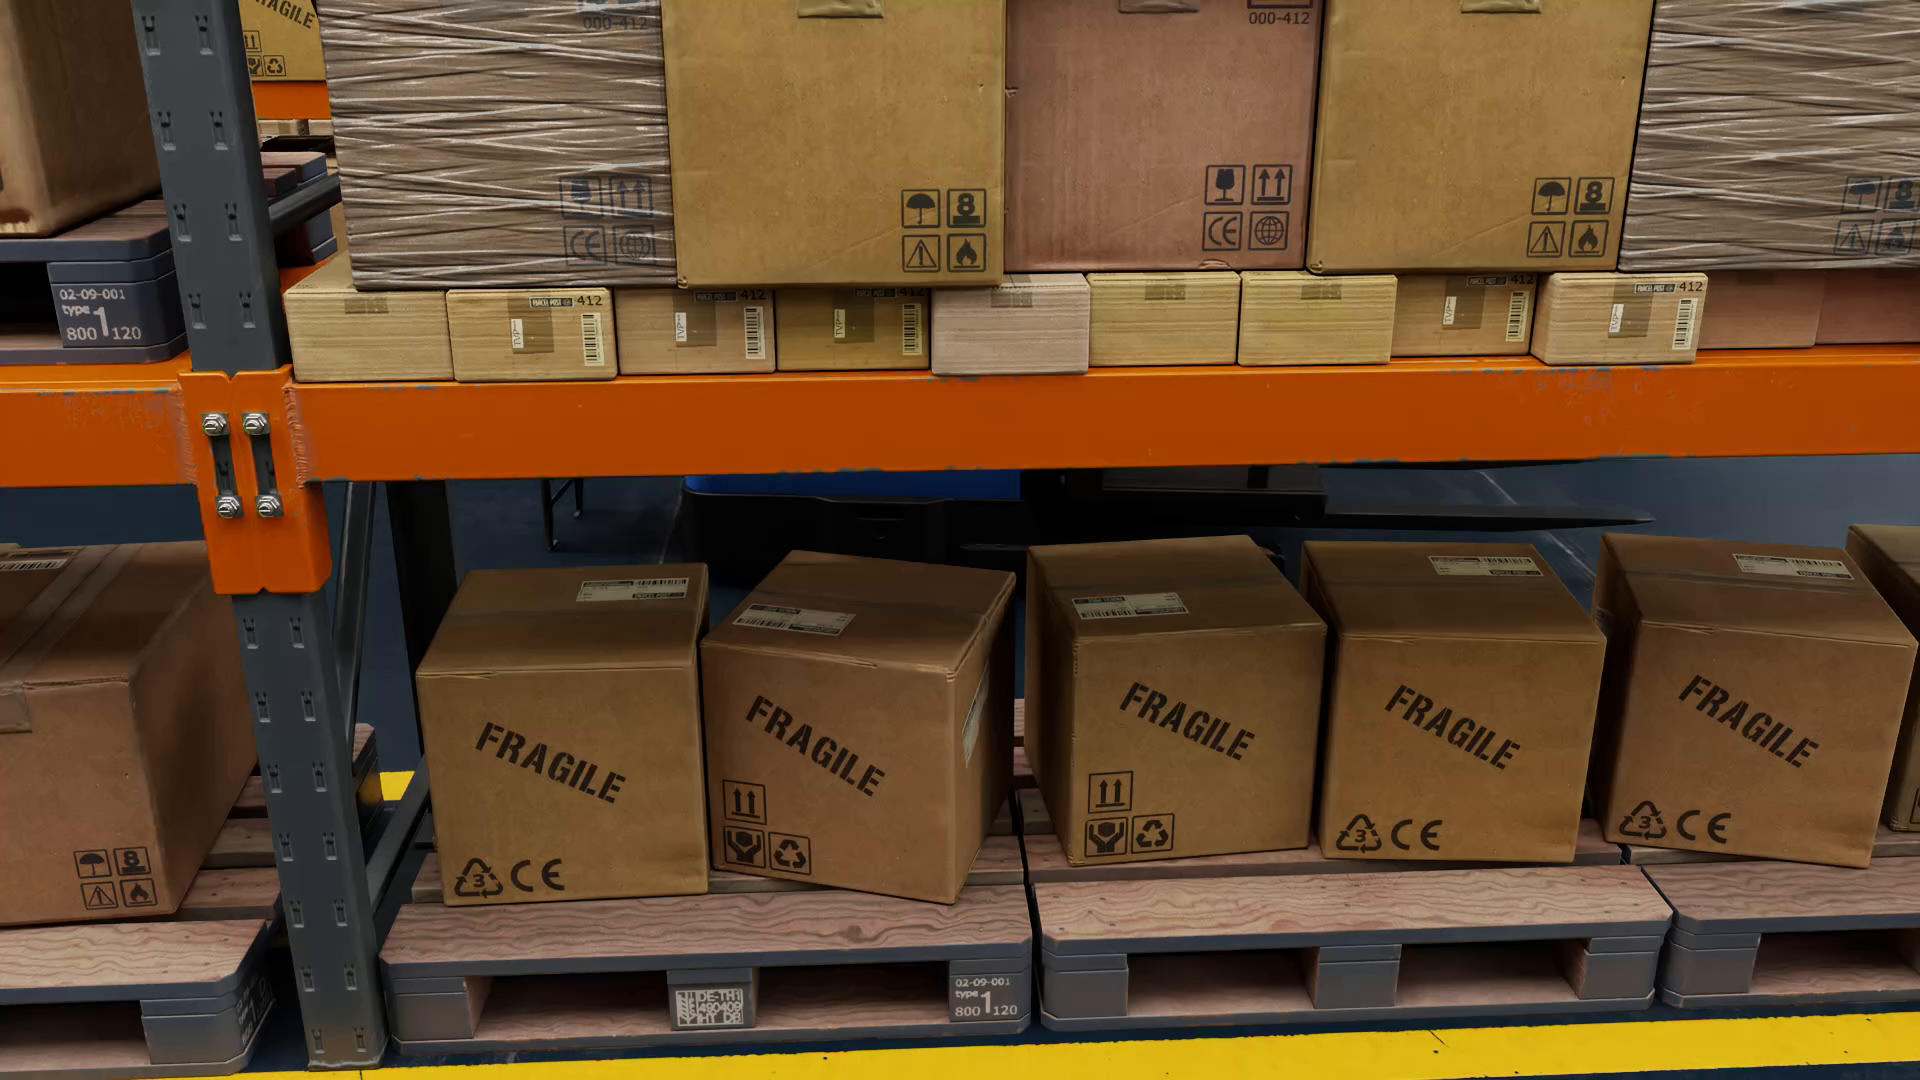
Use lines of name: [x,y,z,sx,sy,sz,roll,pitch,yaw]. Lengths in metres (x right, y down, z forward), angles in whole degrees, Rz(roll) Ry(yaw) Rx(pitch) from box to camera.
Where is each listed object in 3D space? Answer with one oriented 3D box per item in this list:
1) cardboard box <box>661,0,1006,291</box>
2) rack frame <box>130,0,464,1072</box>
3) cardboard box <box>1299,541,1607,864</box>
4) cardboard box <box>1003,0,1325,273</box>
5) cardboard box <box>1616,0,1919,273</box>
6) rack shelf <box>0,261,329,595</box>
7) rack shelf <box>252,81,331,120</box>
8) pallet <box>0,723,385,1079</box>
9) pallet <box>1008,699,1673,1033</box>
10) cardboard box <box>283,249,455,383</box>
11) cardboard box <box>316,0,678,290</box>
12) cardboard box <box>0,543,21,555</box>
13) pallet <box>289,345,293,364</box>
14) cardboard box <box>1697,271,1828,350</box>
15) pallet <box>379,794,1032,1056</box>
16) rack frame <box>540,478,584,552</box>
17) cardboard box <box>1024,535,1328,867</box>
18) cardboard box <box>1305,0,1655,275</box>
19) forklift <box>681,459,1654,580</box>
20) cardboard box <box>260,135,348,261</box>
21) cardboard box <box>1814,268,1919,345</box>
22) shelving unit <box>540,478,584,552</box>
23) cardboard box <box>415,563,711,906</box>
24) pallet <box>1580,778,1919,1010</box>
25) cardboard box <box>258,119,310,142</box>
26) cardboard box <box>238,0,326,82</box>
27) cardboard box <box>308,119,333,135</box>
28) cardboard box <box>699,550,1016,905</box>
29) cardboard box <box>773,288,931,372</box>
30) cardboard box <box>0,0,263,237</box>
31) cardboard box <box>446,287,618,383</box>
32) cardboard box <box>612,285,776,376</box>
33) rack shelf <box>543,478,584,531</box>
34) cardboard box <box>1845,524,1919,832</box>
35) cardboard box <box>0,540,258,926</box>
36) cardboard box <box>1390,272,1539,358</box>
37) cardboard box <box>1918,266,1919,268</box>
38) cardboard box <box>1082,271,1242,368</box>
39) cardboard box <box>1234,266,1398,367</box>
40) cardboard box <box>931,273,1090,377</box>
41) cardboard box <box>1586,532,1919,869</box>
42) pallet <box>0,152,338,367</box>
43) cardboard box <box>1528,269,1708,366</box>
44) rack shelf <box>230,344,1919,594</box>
cardboard box: [-0.207,-0.774,2.879,0.500,0.500,0.875,-1,21,-3]
rack frame: [-1.161,-0.603,2.990,0.127,3.000,1.000,-1,21,-3]
cardboard box: [0.987,0.325,3.476,0.500,0.500,0.500,1,21,2]
cardboard box: [0.286,-0.820,3.000,0.500,0.500,0.875,-1,21,-3]
cardboard box: [1.288,-0.821,3.004,0.500,0.500,0.875,-1,21,-3]
rack shelf: [-3.158,-0.226,3.011,4.000,0.370,1.077,-1,21,-3]
rack shelf: [-3.340,-1.990,7.644,4.000,0.370,1.077,-1,21,-3]
pallet: [-1.938,0.716,3.443,1.213,0.211,1.003,-1,21,-3]
pallet: [0.728,0.648,3.622,1.213,0.211,1.003,-1,21,-3]
cardboard box: [-0.929,-0.383,2.765,0.250,0.149,0.380,-1,21,-3]
cardboard box: [-0.708,-0.776,2.885,0.500,0.500,0.875,-1,21,-3]
cardboard box: [-2.253,0.367,3.335,0.500,0.500,0.700,-1,21,-3]
pallet: [-3.330,-0.996,7.940,1.213,0.211,1.003,-1,21,-3]
cardboard box: [1.312,-0.457,2.958,0.250,0.149,0.380,-1,21,-3]
pallet: [-0.493,0.674,3.555,1.213,0.211,1.003,-1,21,-3]
rack frame: [-1.352,-1.012,5.328,0.015,2.100,0.400,1,21,3]
cardboard box: [0.427,0.320,3.488,0.500,0.500,0.500,-3,21,-8]
cardboard box: [0.788,-0.815,2.988,0.500,0.500,0.875,-1,21,-3]
forklift: [0.665,-1.375,5.113,3.031,2.935,1.130,1,21,3]
cardboard box: [-2.921,-1.449,7.783,0.750,0.750,1.050,-1,21,-3]
cardboard box: [1.561,-0.470,2.992,0.250,0.149,0.380,-1,21,-3]
shelving unit: [-1.108,-1.007,5.315,0.503,2.100,0.431,1,21,3]
cardboard box: [-0.760,0.375,3.344,0.500,0.500,0.500,-2,21,-5]
pallet: [1.943,0.624,3.685,1.213,0.211,1.003,-1,21,-3]
cardboard box: [-5.156,-3.018,12.436,0.625,0.372,0.950,-3,21,-7]
cardboard box: [-2.858,-2.288,7.274,0.500,0.500,0.500,-1,21,-2]
cardboard box: [-4.420,-3.036,12.483,0.625,0.372,0.950,-2,21,-4]
cardboard box: [-0.188,0.361,3.381,0.500,0.500,0.500,5,22,14]
cardboard box: [-0.182,-0.407,2.828,0.250,0.149,0.380,-1,21,-3]
cardboard box: [-1.962,-1.113,2.896,1.000,1.000,1.000,-1,21,-3]
cardboard box: [-0.679,-0.384,2.766,0.250,0.149,0.380,-1,21,-3]
cardboard box: [-0.431,-0.399,2.805,0.250,0.149,0.380,-1,21,-3]
rack shelf: [-1.108,-0.340,5.568,0.480,0.518,0.431,1,21,3]
cardboard box: [2.208,0.294,3.555,0.500,0.500,0.500,3,21,7]
cardboard box: [-1.775,0.364,3.343,0.500,0.500,0.700,-3,21,-7]
cardboard box: [0.814,-0.440,2.913,0.250,0.149,0.380,-1,21,-3]
cardboard box: [1.789,-0.816,2.990,0.500,0.500,0.875,-1,21,-3]
cardboard box: [0.317,-0.417,2.855,0.250,0.149,0.380,-1,21,-3]
cardboard box: [0.567,-0.419,2.858,0.250,0.149,0.380,-1,21,-3]
cardboard box: [0.070,-0.398,2.803,0.250,0.149,0.380,-1,21,-3]
cardboard box: [1.613,0.319,3.491,0.500,0.500,0.500,4,21,11]
pallet: [-1.933,-0.550,3.119,1.213,0.211,1.003,-1,21,-3]
cardboard box: [1.068,-0.420,2.862,0.250,0.149,0.380,-1,21,-3]
rack shelf: [0.836,-0.308,3.224,4.000,0.370,1.077,-1,21,-3]
